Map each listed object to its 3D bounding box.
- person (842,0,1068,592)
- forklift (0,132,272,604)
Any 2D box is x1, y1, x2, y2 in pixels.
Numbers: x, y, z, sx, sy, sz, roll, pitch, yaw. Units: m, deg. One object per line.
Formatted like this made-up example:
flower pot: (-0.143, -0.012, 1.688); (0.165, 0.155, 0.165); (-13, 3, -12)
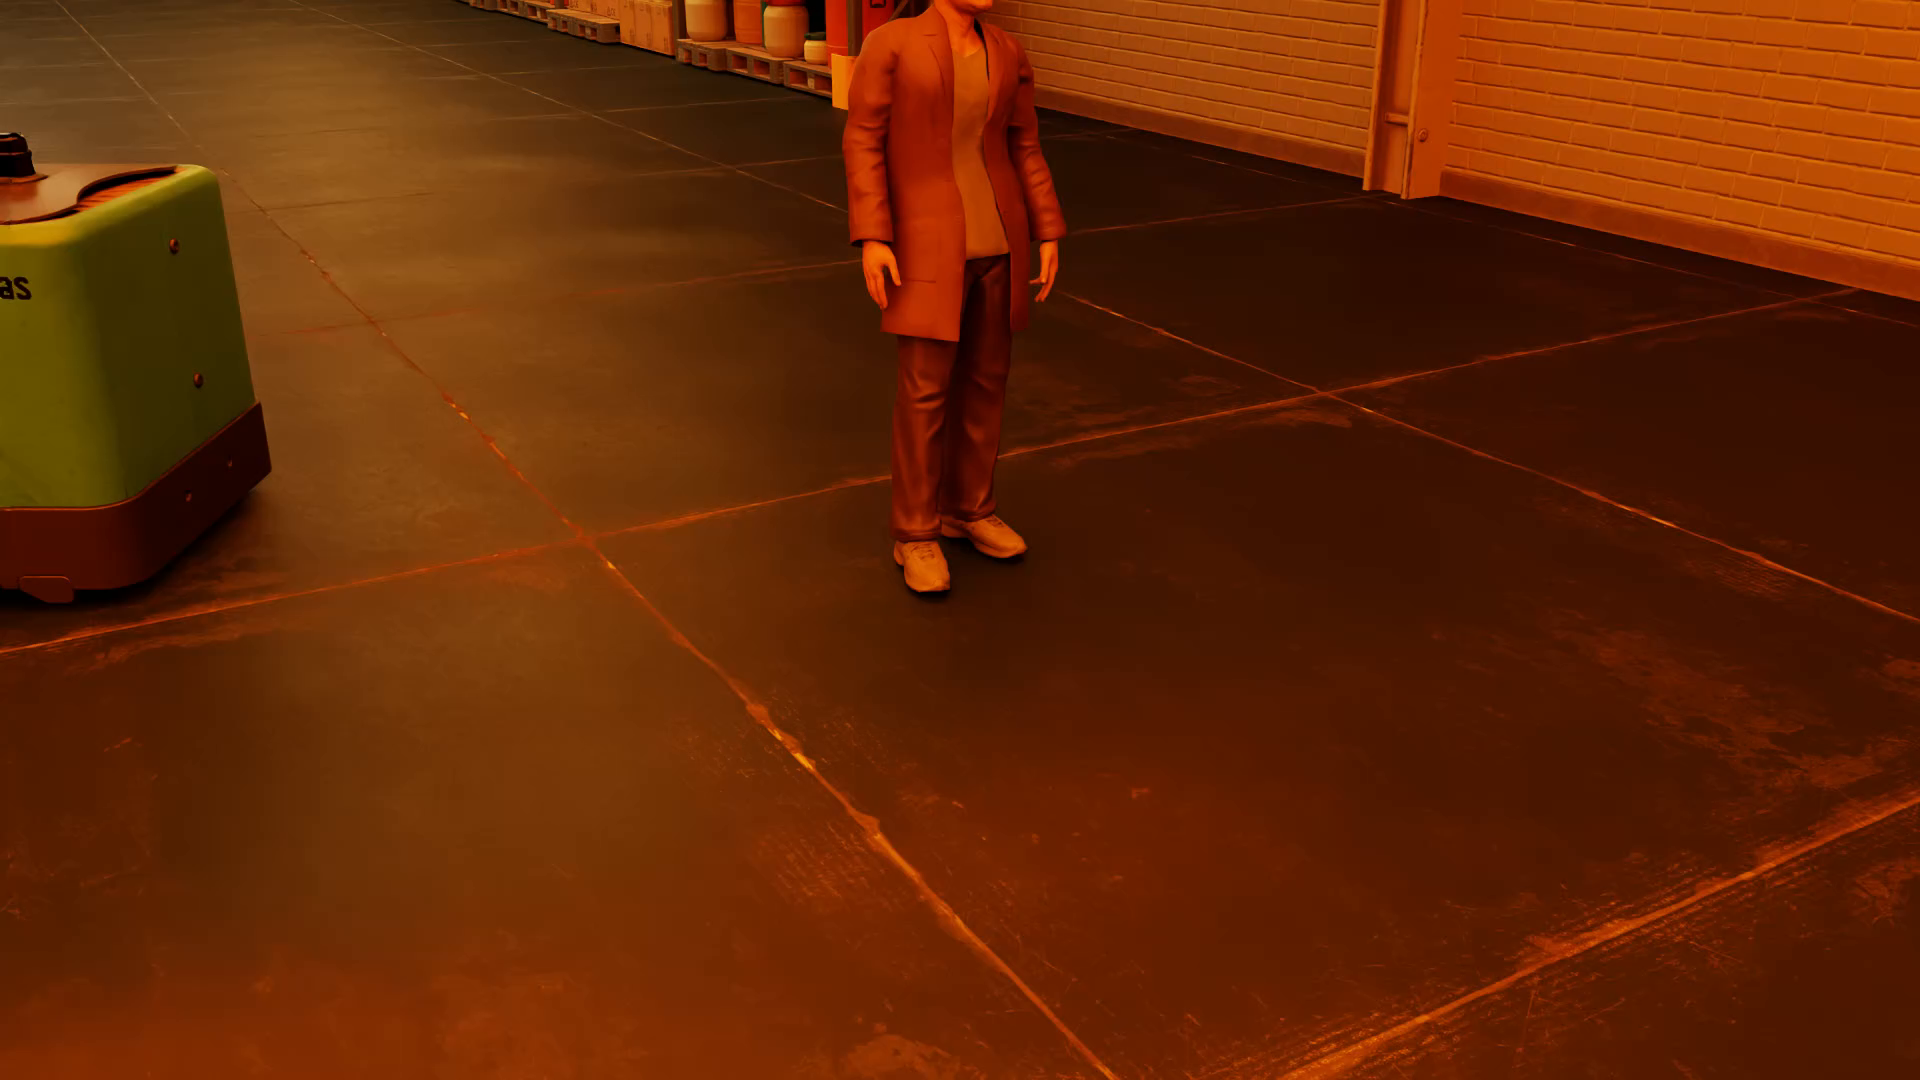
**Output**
person: (0.041, -0.798, 4.720); (0.696, 1.775, 0.582); (-12, 25, -28)
forklift: (-3.791, -1.351, 4.566); (3.031, 2.935, 1.130); (0, 22, 0)
